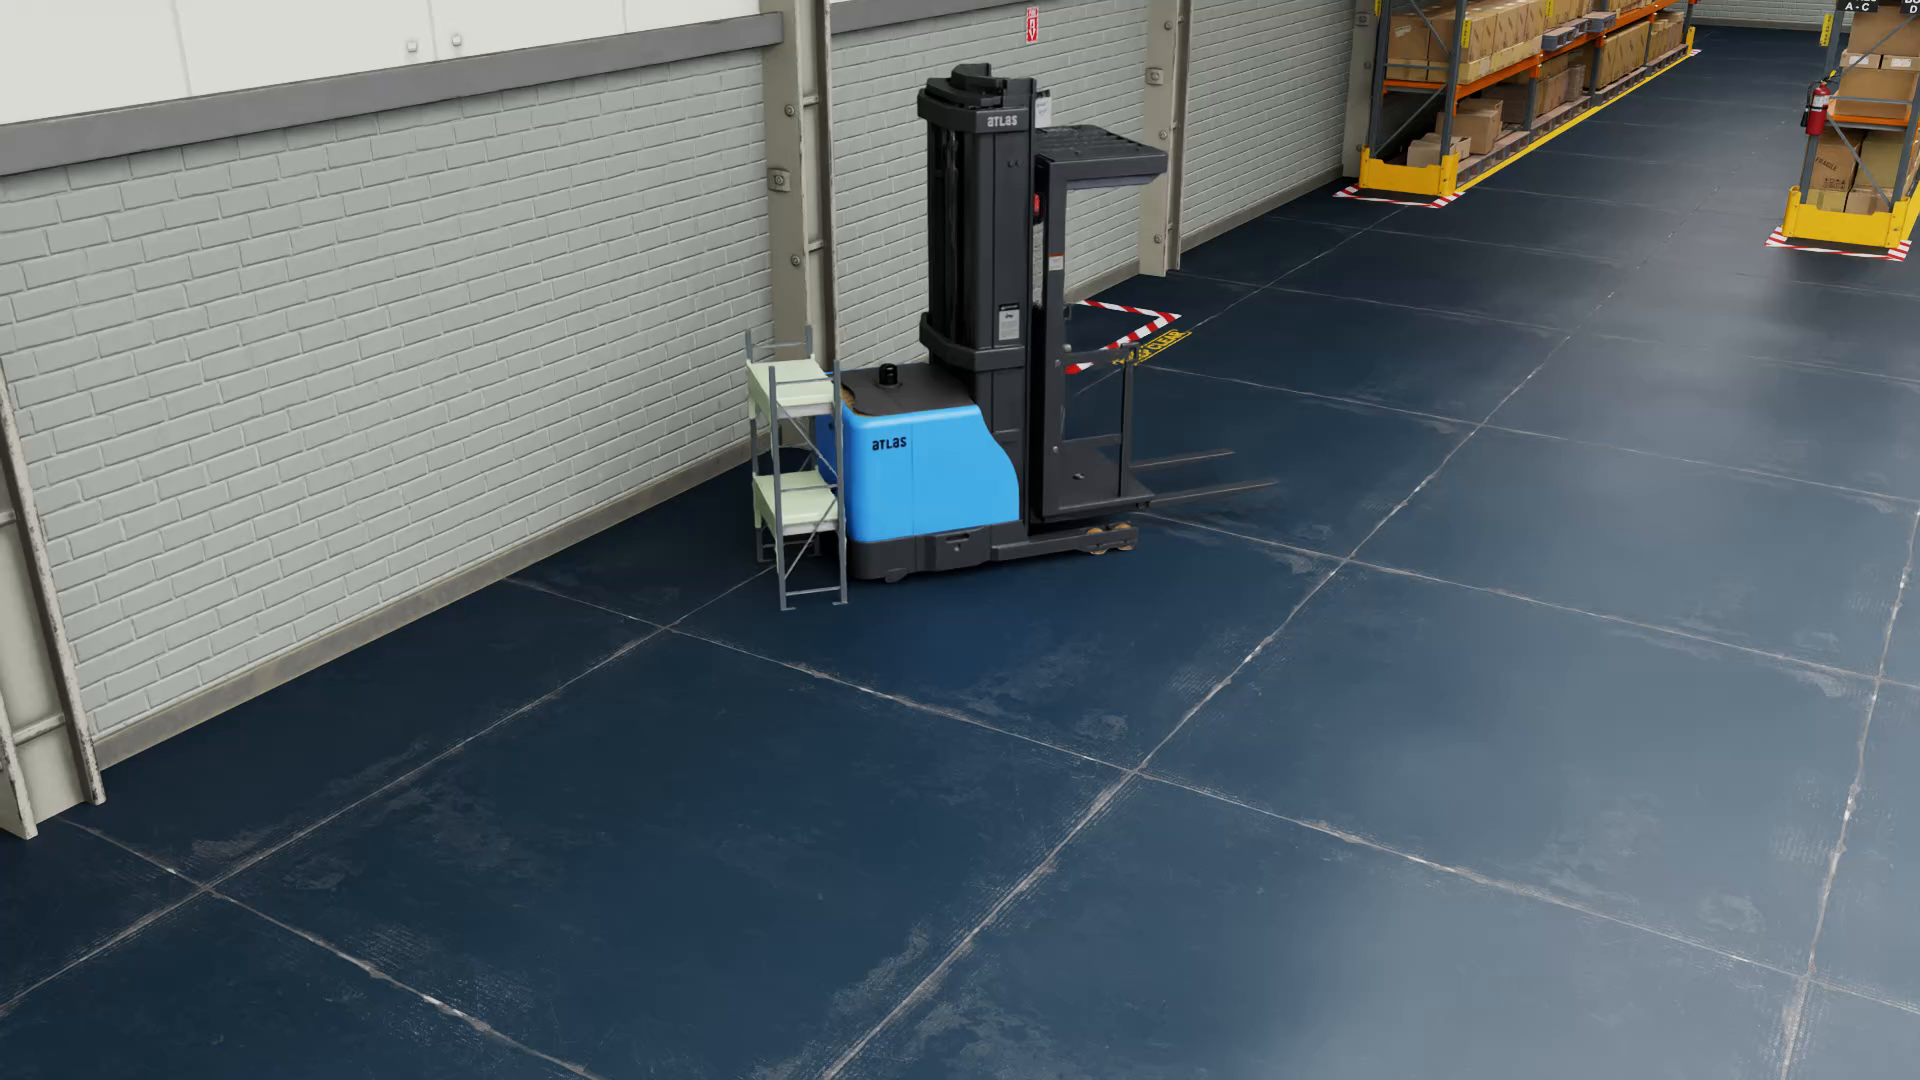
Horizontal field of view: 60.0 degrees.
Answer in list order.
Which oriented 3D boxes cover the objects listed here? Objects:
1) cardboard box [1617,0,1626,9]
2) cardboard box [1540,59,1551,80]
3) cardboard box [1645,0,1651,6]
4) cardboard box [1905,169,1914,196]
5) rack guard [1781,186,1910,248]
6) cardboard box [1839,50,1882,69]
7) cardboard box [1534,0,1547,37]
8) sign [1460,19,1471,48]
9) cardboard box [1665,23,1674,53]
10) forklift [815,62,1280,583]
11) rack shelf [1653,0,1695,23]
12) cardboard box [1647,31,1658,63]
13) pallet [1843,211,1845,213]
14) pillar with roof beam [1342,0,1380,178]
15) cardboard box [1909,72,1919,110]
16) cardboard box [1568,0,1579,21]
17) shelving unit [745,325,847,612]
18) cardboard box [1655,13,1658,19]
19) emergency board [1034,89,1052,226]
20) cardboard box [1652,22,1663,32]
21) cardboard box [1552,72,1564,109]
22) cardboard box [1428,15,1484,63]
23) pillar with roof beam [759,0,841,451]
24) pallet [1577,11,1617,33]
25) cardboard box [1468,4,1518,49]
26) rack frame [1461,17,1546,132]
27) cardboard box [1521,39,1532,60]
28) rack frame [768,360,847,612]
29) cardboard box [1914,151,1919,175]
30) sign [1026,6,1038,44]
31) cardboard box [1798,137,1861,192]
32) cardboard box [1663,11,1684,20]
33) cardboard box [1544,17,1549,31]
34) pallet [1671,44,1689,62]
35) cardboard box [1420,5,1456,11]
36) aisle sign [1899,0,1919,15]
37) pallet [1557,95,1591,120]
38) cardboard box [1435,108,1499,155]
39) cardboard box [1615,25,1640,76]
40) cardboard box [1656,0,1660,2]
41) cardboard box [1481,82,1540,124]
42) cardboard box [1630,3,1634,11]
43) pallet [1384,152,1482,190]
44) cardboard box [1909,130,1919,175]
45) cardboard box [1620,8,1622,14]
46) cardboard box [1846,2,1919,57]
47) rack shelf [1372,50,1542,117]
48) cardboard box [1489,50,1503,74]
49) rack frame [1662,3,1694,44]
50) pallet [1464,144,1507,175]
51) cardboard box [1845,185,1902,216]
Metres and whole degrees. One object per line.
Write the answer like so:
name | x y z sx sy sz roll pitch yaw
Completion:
cardboard box | 10.553 -8.941 27.102 0.500 0.500 0.500 15 28 31
cardboard box | 8.560 -7.091 25.003 0.500 0.250 0.500 13 27 27
cardboard box | 11.855 -9.445 29.082 0.380 0.149 0.250 14 27 30
cardboard box | 11.051 -4.299 19.836 0.500 0.250 0.500 14 27 29
rack guard | 9.773 -3.572 18.372 1.175 0.500 0.348 14 27 29
cardboard box | 9.826 -5.240 18.136 0.380 0.149 0.250 13 27 28
cardboard box | 7.699 -7.174 22.767 0.500 0.500 0.500 14 27 29
sign | 6.037 -6.048 19.855 0.100 0.325 0.005 14 27 29
cardboard box | 13.203 -9.614 31.800 0.700 0.500 0.500 13 27 27
forklift | 0.605 -1.437 10.379 3.031 2.935 1.130 -9 25 -19
rack shelf | 12.961 -10.159 31.347 1.077 0.370 4.000 14 27 29
cardboard box | 12.387 -9.091 30.592 0.700 0.500 0.500 14 27 30
pallet | 10.154 -3.715 19.065 1.003 0.211 1.213 14 27 29
pillar with roof beam | 8.867 -8.033 17.978 9.100 9.000 0.400 14 27 29
cardboard box | 10.316 -5.106 18.644 0.700 0.500 0.500 15 27 30
cardboard box | 8.918 -8.126 25.066 0.700 0.500 0.500 14 27 29
shelving unit | -0.973 -0.433 9.861 0.431 1.500 0.755 -7 24 -15
cardboard box | 13.228 -10.079 32.058 0.380 0.149 0.250 14 27 29
emergency board | 0.709 -3.331 14.668 0.194 1.169 0.643 14 27 29
cardboard box | 12.723 -9.466 30.641 0.380 0.149 0.250 15 28 31
cardboard box | 8.852 -6.942 25.603 0.700 0.500 0.500 14 27 29
cardboard box | 6.083 -6.147 20.393 0.500 0.500 0.500 14 27 29
pillar with roof beam | 2.537 -3.983 8.622 9.100 9.000 0.400 14 27 29
pallet | 9.510 -8.113 25.957 1.213 0.211 1.003 14 27 29
cardboard box | 6.892 -6.661 21.581 0.500 0.500 0.500 15 27 31
rack frame | 7.686 -7.114 23.408 1.000 3.000 0.127 14 27 29
cardboard box | 7.423 -6.665 22.533 0.500 0.250 0.500 14 27 29
rack frame | -0.867 -0.293 9.540 0.400 1.500 0.023 -7 24 -15
cardboard box | 11.837 -4.806 21.008 0.500 0.250 0.500 14 27 29
sign | 0.620 -4.413 14.249 0.001 0.298 0.199 14 27 29
cardboard box | 9.816 -4.246 18.770 0.500 0.500 0.500 14 27 29
cardboard box | 13.818 -10.169 32.265 0.380 0.149 0.250 14 27 28
cardboard box | 7.983 -7.527 23.681 0.700 0.500 0.500 14 27 29
pallet | 13.660 -9.598 32.656 1.003 0.211 1.213 14 27 29
cardboard box | 6.187 -6.596 21.429 0.500 0.500 0.500 13 27 28
aisle sign | 10.012 -5.834 17.178 0.394 0.787 0.004 14 27 29
pallet | 9.382 -6.921 26.472 1.003 0.211 1.213 14 27 29
cardboard box | 6.747 -5.463 22.187 0.700 0.500 0.500 12 26 26
cardboard box | 11.207 -8.473 28.725 0.750 0.750 0.750 15 27 31
cardboard box | 12.206 -10.132 30.001 0.980 0.700 0.700 14 27 30
cardboard box | 8.060 -6.421 24.399 0.700 0.500 0.500 15 28 31
cardboard box | 11.260 -9.115 28.321 0.380 0.149 0.250 13 27 28
pallet | 6.074 -4.777 21.519 1.003 0.211 1.213 14 27 29
cardboard box | 11.051 -4.642 19.687 0.500 0.500 0.500 14 27 29
cardboard box | 10.821 -8.861 27.734 0.380 0.149 0.250 14 27 30
cardboard box | 10.071 -5.541 18.016 0.700 0.500 0.500 14 27 29
rack shelf | 6.631 -6.109 21.992 1.077 0.370 4.000 14 27 29
cardboard box | 6.638 -6.152 21.348 0.500 0.250 0.500 13 27 28
rack frame | 14.016 -11.164 32.764 1.000 3.000 0.127 14 27 29
pallet | 6.719 -5.187 22.466 1.003 0.211 1.213 14 27 29
cardboard box | 10.258 -3.793 18.668 0.500 0.250 0.500 14 27 29
